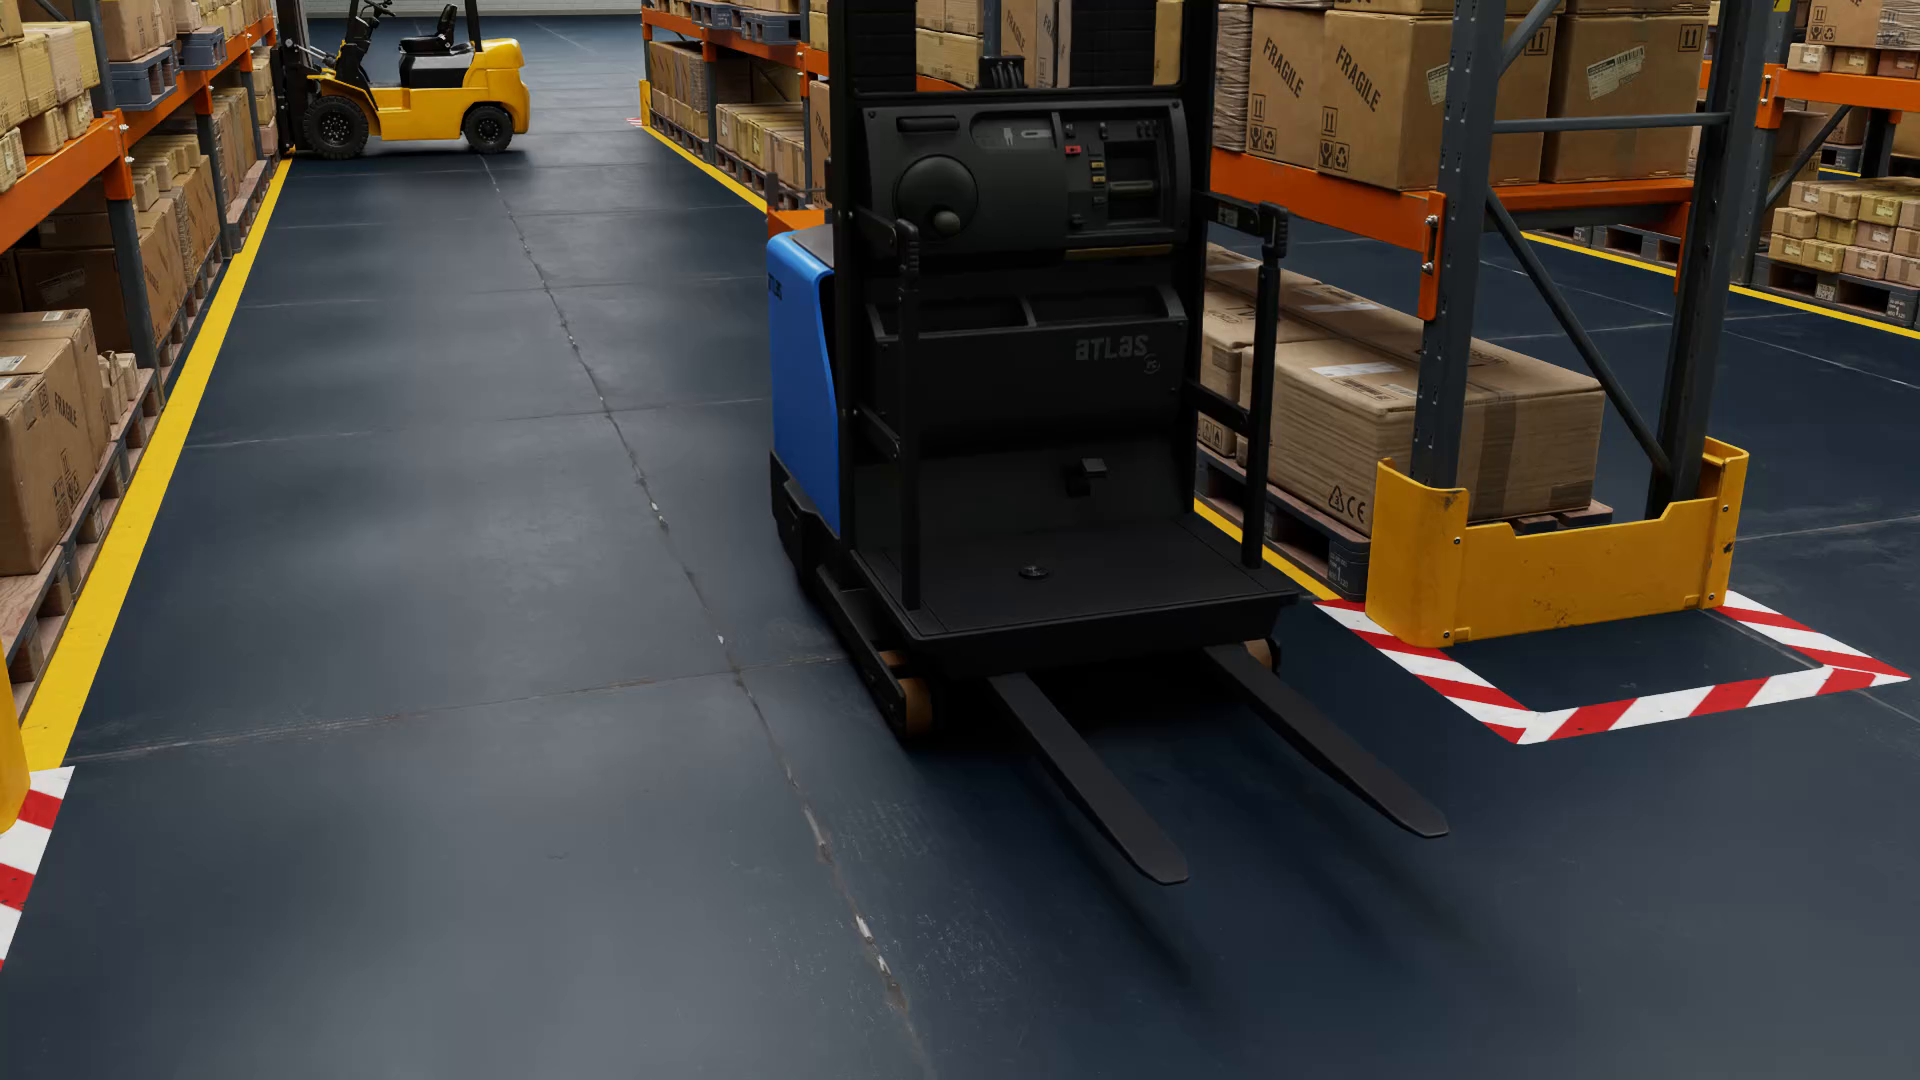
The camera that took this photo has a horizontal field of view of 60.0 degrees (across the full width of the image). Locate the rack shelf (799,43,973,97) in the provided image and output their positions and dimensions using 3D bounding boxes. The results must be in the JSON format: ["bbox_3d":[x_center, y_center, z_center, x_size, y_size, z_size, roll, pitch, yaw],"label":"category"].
[{"bbox_3d":[-0.021,-2.790,10.312,1.077,0.370,4.000,-6,21,-17],"label":"rack shelf"}]

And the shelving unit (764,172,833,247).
[{"bbox_3d":[-0.388,-0.814,6.520,0.538,1.125,1.048,-6,21,-17],"label":"shelving unit"}]

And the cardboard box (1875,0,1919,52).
[{"bbox_3d":[5.354,-2.889,8.934,0.500,0.500,0.500,-6,21,-17],"label":"cardboard box"}]

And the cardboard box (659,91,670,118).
[{"bbox_3d":[-3.020,-4.789,18.258,0.500,0.250,0.500,-6,21,-15],"label":"cardboard box"}]

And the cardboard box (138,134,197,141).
[{"bbox_3d":[-4.965,-2.437,10.381,0.380,0.149,0.250,-7,21,-20],"label":"cardboard box"}]

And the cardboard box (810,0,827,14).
[{"bbox_3d":[-0.725,-3.747,11.392,0.500,0.250,0.500,-7,21,-18],"label":"cardboard box"}]

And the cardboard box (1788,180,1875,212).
[{"bbox_3d":[5.187,-2.049,9.900,0.380,0.149,0.250,-6,20,-15],"label":"cardboard box"}]

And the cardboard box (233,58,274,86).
[{"bbox_3d":[-6.790,-4.412,15.730,0.500,0.250,0.500,-6,21,-15],"label":"cardboard box"}]

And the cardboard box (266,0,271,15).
[{"bbox_3d":[-7.471,-5.727,17.274,0.500,0.500,0.500,-7,21,-18],"label":"cardboard box"}]

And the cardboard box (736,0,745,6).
[{"bbox_3d":[-1.650,-4.502,13.763,0.380,0.149,0.250,-6,20,-15],"label":"cardboard box"}]

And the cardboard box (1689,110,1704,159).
[{"bbox_3d":[4.801,-2.632,10.774,0.500,0.250,0.500,-7,21,-19],"label":"cardboard box"}]

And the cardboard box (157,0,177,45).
[{"bbox_3d":[-4.452,-2.800,8.506,0.700,0.500,0.500,-6,21,-17],"label":"cardboard box"}]

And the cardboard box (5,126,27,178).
[{"bbox_3d":[-3.149,-1.192,5.171,0.380,0.149,0.250,-6,21,-16],"label":"cardboard box"}]

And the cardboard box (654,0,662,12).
[{"bbox_3d":[-3.118,-5.829,18.080,0.380,0.149,0.250,-6,21,-16],"label":"cardboard box"}]

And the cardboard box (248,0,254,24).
[{"bbox_3d":[-6.689,-4.908,14.997,0.500,0.500,0.500,-6,21,-16],"label":"cardboard box"}]

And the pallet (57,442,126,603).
[{"bbox_3d":[-3.501,-0.033,5.698,1.003,0.211,1.213,-6,21,-17],"label":"pallet"}]

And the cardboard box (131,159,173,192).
[{"bbox_3d":[-4.575,-2.009,9.188,0.380,0.149,0.250,-7,21,-20],"label":"cardboard box"}]

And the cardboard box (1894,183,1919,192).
[{"bbox_3d":[5.752,-2.017,9.811,0.380,0.149,0.250,-6,21,-17],"label":"cardboard box"}]

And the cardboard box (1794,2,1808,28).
[{"bbox_3d":[4.962,-3.231,10.226,0.380,0.149,0.250,-7,21,-18],"label":"cardboard box"}]

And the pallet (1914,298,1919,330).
[{"bbox_3d":[5.907,-1.129,8.748,1.003,0.211,1.213,-6,21,-17],"label":"pallet"}]

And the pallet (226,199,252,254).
[{"bbox_3d":[-5.582,-2.198,11.724,1.003,0.211,1.213,-6,21,-17],"label":"pallet"}]

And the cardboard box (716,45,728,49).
[{"bbox_3d":[-2.346,-5.035,17.835,0.500,0.500,0.500,-7,21,-18],"label":"cardboard box"}]

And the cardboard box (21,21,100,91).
[{"bbox_3d":[-3.712,-1.891,6.524,0.500,0.250,0.500,-6,21,-16],"label":"cardboard box"}]

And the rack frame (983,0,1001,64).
[{"bbox_3d":[0.608,-2.487,8.404,1.000,3.000,0.127,-6,21,-17],"label":"rack frame"}]

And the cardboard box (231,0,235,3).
[{"bbox_3d":[-6.052,-4.396,13.200,0.500,0.250,0.500,-7,21,-19],"label":"cardboard box"}]

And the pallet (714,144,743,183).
[{"bbox_3d":[-1.661,-3.492,15.327,1.003,0.211,1.213,-6,21,-17],"label":"pallet"}]

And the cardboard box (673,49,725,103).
[{"bbox_3d":[-2.671,-4.799,17.177,0.500,0.500,0.500,-5,20,-14],"label":"cardboard box"}]

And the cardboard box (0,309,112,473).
[{"bbox_3d":[-3.506,-0.514,5.987,0.700,0.500,0.500,-7,21,-19],"label":"cardboard box"}]

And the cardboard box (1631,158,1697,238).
[{"bbox_3d":[4.803,-2.278,10.897,0.500,0.500,0.500,-7,21,-18],"label":"cardboard box"}]

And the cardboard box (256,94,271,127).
[{"bbox_3d":[-6.477,-3.853,14.912,0.500,0.250,0.500,-6,21,-17],"label":"cardboard box"}]

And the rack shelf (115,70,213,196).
[{"bbox_3d":[-4.732,-2.262,8.841,1.077,0.370,4.000,-6,21,-17],"label":"rack shelf"}]

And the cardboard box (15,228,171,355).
[{"bbox_3d":[-4.042,-1.159,7.782,0.500,0.500,0.500,-5,20,-15],"label":"cardboard box"}]

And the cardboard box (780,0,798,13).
[{"bbox_3d":[-1.129,-4.009,12.390,0.380,0.149,0.250,-6,21,-16],"label":"cardboard box"}]

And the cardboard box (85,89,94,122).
[{"bbox_3d":[-3.763,-1.765,6.764,0.380,0.149,0.250,-6,21,-16],"label":"cardboard box"}]

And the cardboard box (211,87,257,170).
[{"bbox_3d":[-6.443,-3.440,13.947,0.875,0.625,0.625,-5,20,-15],"label":"cardboard box"}]

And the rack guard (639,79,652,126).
[{"bbox_3d":[-3.140,-5.137,19.480,1.175,0.500,0.348,-6,21,-17],"label":"rack guard"}]

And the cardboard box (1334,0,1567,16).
[{"bbox_3d":[1.487,-1.851,5.004,0.500,0.500,0.500,-6,21,-15],"label":"cardboard box"}]

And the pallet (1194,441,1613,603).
[{"bbox_3d":[1.539,-0.139,5.993,1.003,0.211,1.213,-6,21,-17],"label":"pallet"}]

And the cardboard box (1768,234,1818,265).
[{"bbox_3d":[5.084,-1.751,9.949,0.380,0.149,0.250,-7,21,-20],"label":"cardboard box"}]

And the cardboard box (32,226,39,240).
[{"bbox_3d":[-4.124,-1.509,7.798,0.380,0.149,0.250,-7,21,-19],"label":"cardboard box"}]

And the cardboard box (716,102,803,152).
[{"bbox_3d":[-1.740,-3.847,15.457,0.950,0.372,0.625,-6,21,-17],"label":"cardboard box"}]

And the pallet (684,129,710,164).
[{"bbox_3d":[-2.152,-3.954,16.612,1.003,0.211,1.213,-6,21,-17],"label":"pallet"}]

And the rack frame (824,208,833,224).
[{"bbox_3d":[-0.232,-0.651,6.065,0.500,1.125,0.032,-6,21,-17],"label":"rack frame"}]

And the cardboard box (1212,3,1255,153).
[{"bbox_3d":[1.148,-1.704,6.075,0.500,0.500,0.500,-6,21,-16],"label":"cardboard box"}]

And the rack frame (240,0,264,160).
[{"bbox_3d":[-6.618,-4.526,14.080,1.000,3.000,0.127,-6,21,-17],"label":"rack frame"}]

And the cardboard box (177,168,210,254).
[{"bbox_3d":[-4.876,-1.989,10.093,0.500,0.500,0.500,-7,21,-18],"label":"cardboard box"}]

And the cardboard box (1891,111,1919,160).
[{"bbox_3d":[8.955,-3.798,14.574,1.225,0.875,0.875,-7,21,-20],"label":"cardboard box"}]

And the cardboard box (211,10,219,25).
[{"bbox_3d":[-5.590,-3.666,11.909,0.500,0.250,0.500,-7,21,-19],"label":"cardboard box"}]

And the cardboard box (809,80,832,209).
[{"bbox_3d":[-0.511,-2.738,11.624,0.875,0.875,0.875,-7,21,-18],"label":"cardboard box"}]

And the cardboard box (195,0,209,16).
[{"bbox_3d":[-5.244,-3.578,10.923,0.500,0.250,0.500,-6,21,-17],"label":"cardboard box"}]

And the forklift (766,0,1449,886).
[{"bbox_3d":[0.261,-1.001,4.368,1.130,2.935,3.031,-6,21,-17],"label":"forklift"}]

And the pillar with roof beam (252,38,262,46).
[{"bbox_3d":[-10.083,-14.547,33.106,9.100,9.000,0.400,-6,21,-17],"label":"pillar with roof beam"}]
